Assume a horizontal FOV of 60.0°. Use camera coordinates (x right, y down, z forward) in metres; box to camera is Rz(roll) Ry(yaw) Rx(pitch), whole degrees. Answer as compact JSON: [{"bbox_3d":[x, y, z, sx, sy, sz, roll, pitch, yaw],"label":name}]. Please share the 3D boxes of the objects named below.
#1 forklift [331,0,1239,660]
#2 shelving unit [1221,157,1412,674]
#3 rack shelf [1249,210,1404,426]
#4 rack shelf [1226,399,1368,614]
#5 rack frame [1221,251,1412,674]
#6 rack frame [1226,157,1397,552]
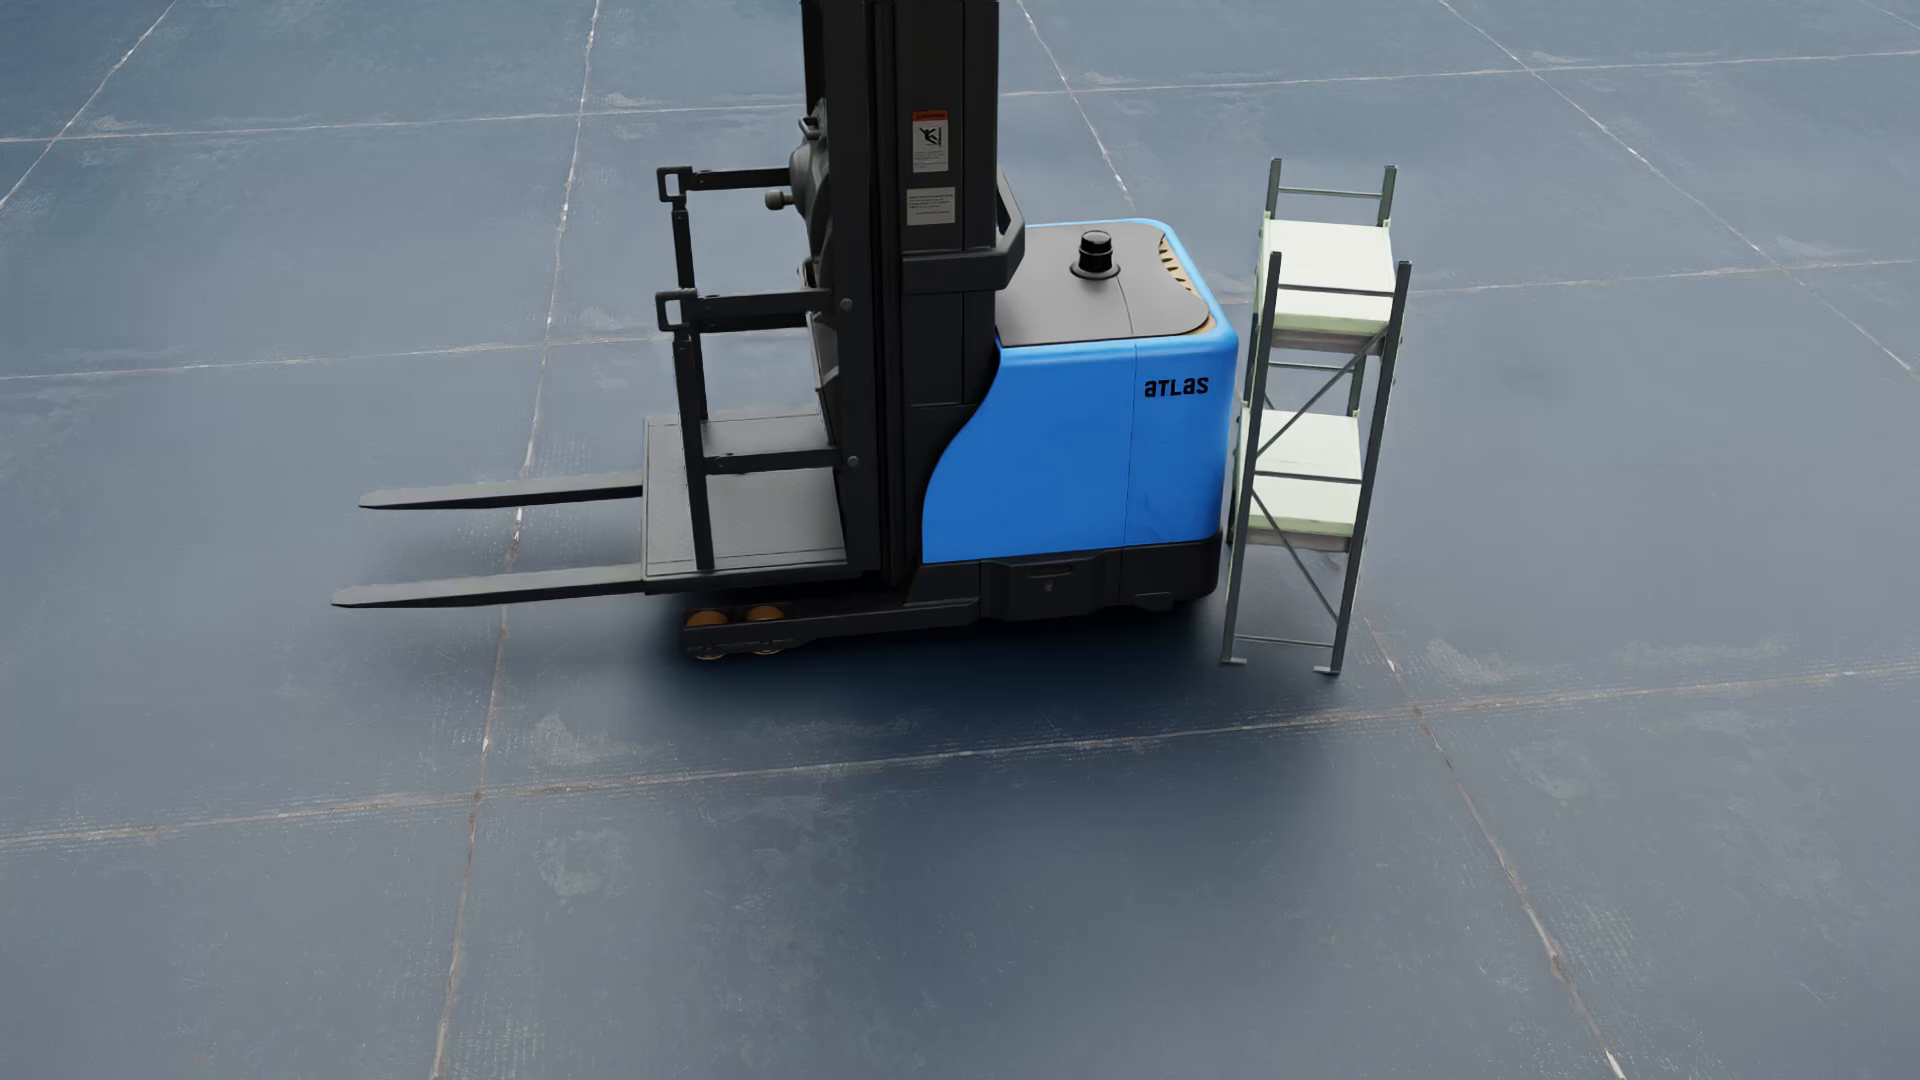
[{"bbox_3d":[-0.648,-1.122,5.294,3.031,2.935,1.130,-5,35,-7],"label":"forklift"},{"bbox_3d":[1.145,-0.396,5.497,0.431,1.500,0.755,5,35,7],"label":"shelving unit"},{"bbox_3d":[1.148,-0.719,5.276,0.431,0.370,0.720,5,35,7],"label":"rack shelf"},{"bbox_3d":[1.143,-0.127,5.681,0.431,0.370,0.720,5,35,7],"label":"rack shelf"},{"bbox_3d":[1.088,-0.193,5.198,0.400,1.500,0.023,5,35,7],"label":"rack frame"},{"bbox_3d":[1.203,-0.600,5.795,0.400,1.500,0.023,5,35,7],"label":"rack frame"}]
